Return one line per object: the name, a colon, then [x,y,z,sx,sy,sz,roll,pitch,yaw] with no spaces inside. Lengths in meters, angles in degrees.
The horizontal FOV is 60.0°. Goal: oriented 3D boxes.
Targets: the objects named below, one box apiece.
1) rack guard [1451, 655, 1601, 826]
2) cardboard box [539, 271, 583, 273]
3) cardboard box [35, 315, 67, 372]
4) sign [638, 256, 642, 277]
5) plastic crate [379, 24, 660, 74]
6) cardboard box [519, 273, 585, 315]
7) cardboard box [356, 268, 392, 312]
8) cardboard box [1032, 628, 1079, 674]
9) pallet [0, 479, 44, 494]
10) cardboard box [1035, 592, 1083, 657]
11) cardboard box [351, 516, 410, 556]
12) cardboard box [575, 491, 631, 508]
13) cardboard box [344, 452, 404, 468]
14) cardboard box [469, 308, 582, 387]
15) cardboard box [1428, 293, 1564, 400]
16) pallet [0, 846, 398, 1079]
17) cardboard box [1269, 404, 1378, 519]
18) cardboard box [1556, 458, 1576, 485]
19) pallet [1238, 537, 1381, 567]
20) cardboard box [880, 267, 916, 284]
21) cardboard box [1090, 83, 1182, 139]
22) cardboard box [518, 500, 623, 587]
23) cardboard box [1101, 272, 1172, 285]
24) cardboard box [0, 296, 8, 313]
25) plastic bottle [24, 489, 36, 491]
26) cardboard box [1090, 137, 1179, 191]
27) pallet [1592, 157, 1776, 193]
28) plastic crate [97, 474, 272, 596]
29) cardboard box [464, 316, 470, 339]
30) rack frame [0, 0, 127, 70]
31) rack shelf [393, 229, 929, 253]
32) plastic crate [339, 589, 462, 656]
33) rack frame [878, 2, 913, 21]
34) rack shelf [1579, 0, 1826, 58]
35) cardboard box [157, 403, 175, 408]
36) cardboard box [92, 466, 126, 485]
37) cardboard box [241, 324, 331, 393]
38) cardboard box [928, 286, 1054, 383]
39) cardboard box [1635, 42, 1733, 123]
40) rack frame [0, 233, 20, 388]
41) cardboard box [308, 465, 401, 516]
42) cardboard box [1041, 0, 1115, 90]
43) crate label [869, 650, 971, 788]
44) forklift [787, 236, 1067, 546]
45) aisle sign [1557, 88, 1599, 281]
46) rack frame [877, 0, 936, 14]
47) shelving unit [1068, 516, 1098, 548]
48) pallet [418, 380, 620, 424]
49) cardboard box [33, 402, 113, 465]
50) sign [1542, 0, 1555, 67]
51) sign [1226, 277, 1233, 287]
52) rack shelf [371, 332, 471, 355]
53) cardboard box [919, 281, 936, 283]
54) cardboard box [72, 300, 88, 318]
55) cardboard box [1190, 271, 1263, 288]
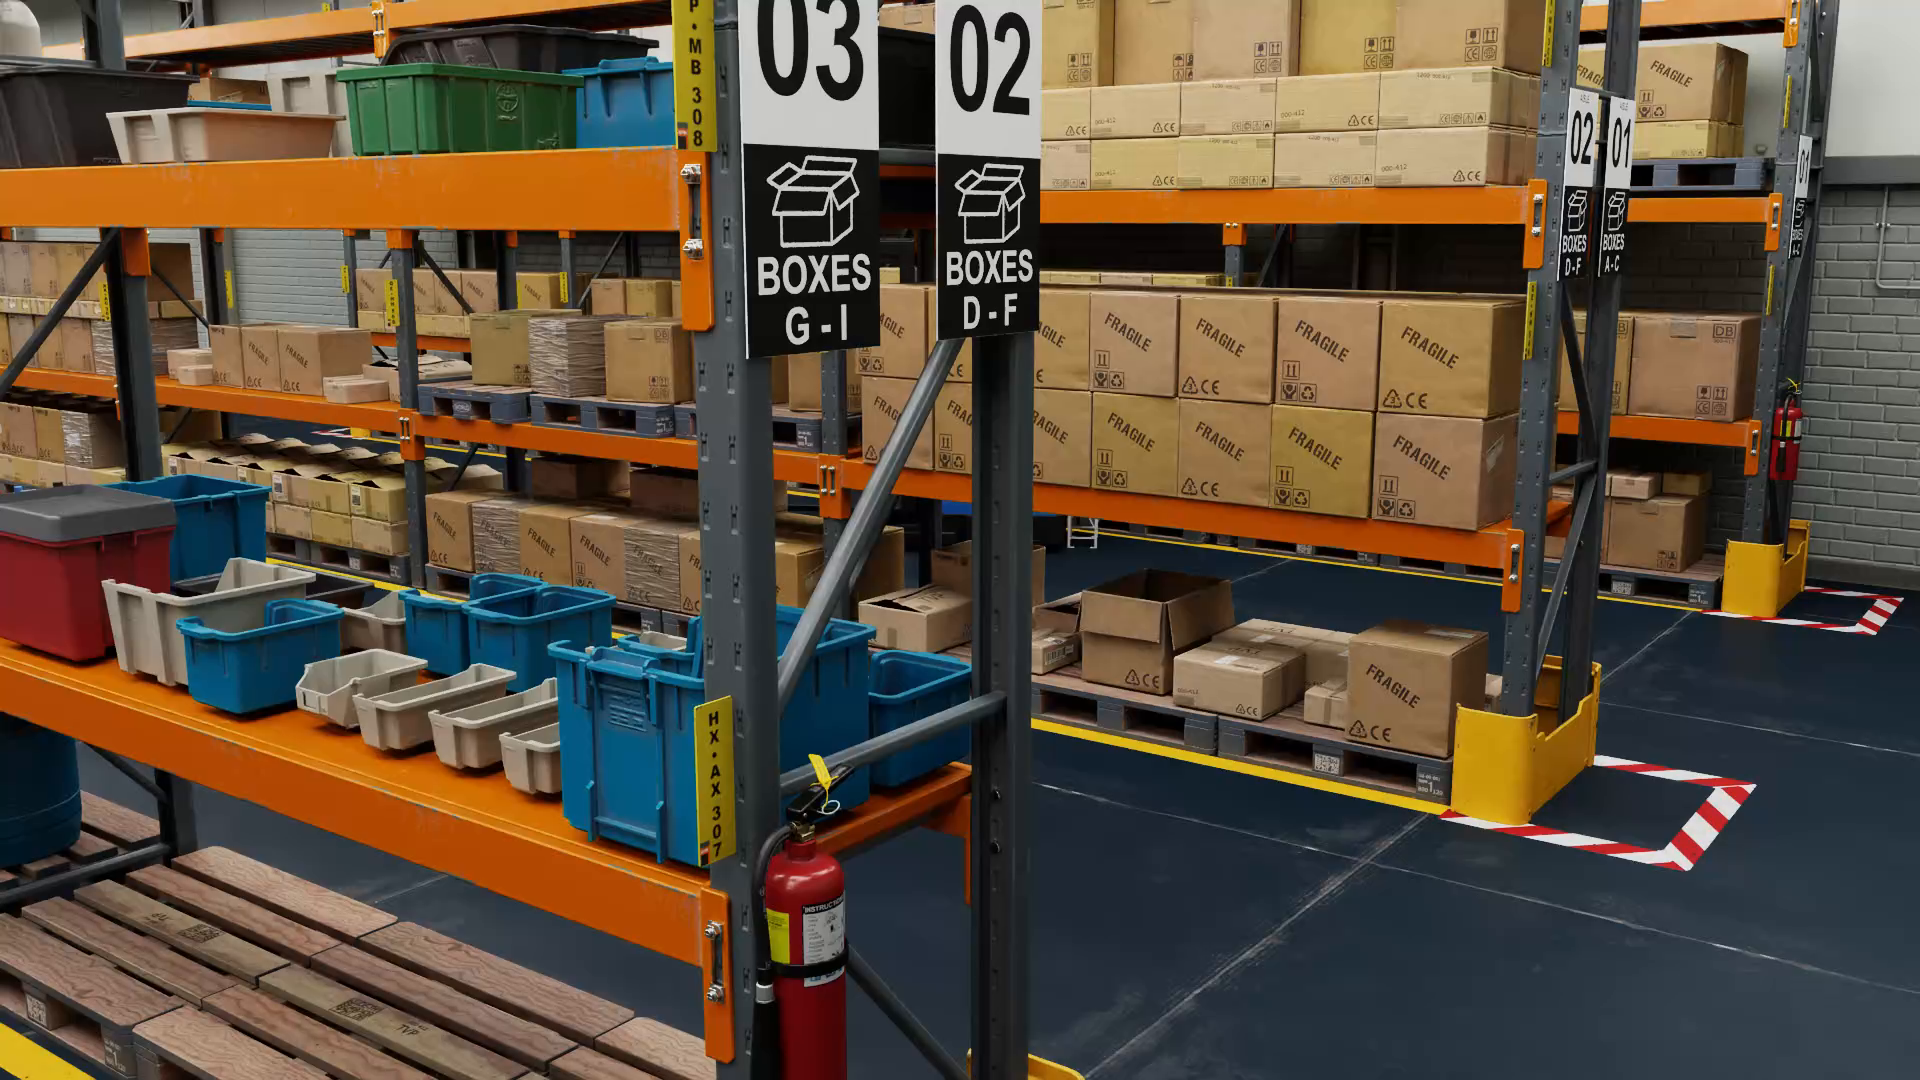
rack guard: [2.707,0.928,7.917,0.348,0.500,1.175,8,13,36]
cardboard box: [-4.644,-2.847,19.214,0.500,0.500,0.500,8,13,35]
cardboard box: [-8.096,-1.853,15.448,0.500,0.500,0.700,8,14,36]
sign: [-3.649,-3.052,18.862,0.005,0.325,0.100,8,13,36]
plastic crate: [-1.235,-1.189,4.544,0.767,0.338,0.504,8,13,36]
cardboard box: [-4.539,-2.709,18.502,0.500,0.500,0.500,8,13,35]
cardboard box: [-6.992,-3.053,20.282,0.500,0.500,0.500,8,14,36]
cardboard box: [0.458,0.611,9.277,0.250,0.166,0.380,8,13,36]
pallet: [-8.507,-0.504,16.078,1.213,0.211,1.003,8,13,36]
cardboard box: [0.776,0.469,9.631,0.500,0.311,0.500,8,13,36]
cardboard box: [-4.248,-0.068,12.618,0.500,0.250,0.500,8,14,37]
cardboard box: [-2.370,-0.051,11.821,0.500,0.500,0.500,7,13,34]
cardboard box: [-4.766,-0.541,13.586,0.500,0.311,0.500,7,13,34]
cardboard box: [-3.105,-1.392,11.958,0.500,0.500,0.700,3,11,17]
cardboard box: [2.567,-0.921,7.997,0.500,0.500,0.500,8,14,37]
pallet: [-2.775,1.463,5.911,1.213,0.211,1.003,8,13,36]
cardboard box: [1.826,-0.406,7.969,0.500,0.500,0.500,8,14,36]
cardboard box: [4.683,-0.512,12.546,0.250,0.149,0.380,8,14,36]
pallet: [3.040,-0.033,13.643,1.213,0.211,1.003,8,13,36]
cardboard box: [-0.514,-2.428,15.611,0.500,0.250,0.500,8,14,37]
cardboard box: [0.993,-2.122,8.283,0.500,0.250,0.500,8,13,36]
cardboard box: [-2.655,0.031,11.394,0.500,0.500,0.500,8,13,35]
cardboard box: [1.539,-2.145,14.145,0.500,0.250,0.500,8,14,37]
cardboard box: [-8.900,-2.236,15.717,0.250,0.149,0.380,8,13,35]
plastic bottle: [-3.833,-0.073,6.837,0.135,0.276,0.152,8,13,36]
cardboard box: [0.998,-1.878,8.337,0.500,0.250,0.500,8,13,36]
pallet: [5.093,-2.561,11.704,1.213,0.211,1.003,8,13,36]
plastic crate: [-2.812,-0.004,6.037,0.575,0.384,0.392,8,13,36]
cardboard box: [-5.347,-2.453,19.155,0.500,0.250,0.500,8,13,35]
rack frame: [-3.391,-2.928,5.472,0.127,3.000,1.000,8,13,36]
rack shelf: [-2.068,-2.085,10.906,4.000,0.370,1.077,8,13,36]
plastic crate: [-1.809,0.267,5.288,0.466,0.136,0.293,8,13,36]
rack frame: [-0.750,-4.894,15.637,0.127,3.000,1.000,8,13,36]
rack shelf: [4.086,-3.670,12.256,4.000,0.370,1.077,8,13,36]
cardboard box: [-7.500,-1.019,15.561,0.500,0.500,0.500,8,13,36]
cardboard box: [-7.407,-0.515,14.927,0.500,0.250,0.500,8,13,36]
cardboard box: [-5.466,-1.485,13.543,0.500,0.500,0.500,8,14,36]
cardboard box: [0.174,-1.126,9.059,0.500,0.500,0.500,7,13,34]
cardboard box: [4.946,-3.113,11.376,0.500,0.500,0.500,8,13,35]
rack frame: [-10.128,-2.090,16.933,0.127,3.000,1.000,8,13,36]
cardboard box: [-4.670,-0.400,12.859,0.500,0.311,0.500,8,13,35]
cardboard box: [0.685,-2.571,8.630,0.500,0.500,0.700,8,13,36]
crate label: [-0.171,0.442,4.132,0.303,0.233,0.416,8,13,36]
forklift: [-0.626,-1.450,13.810,3.031,2.935,1.130,1,11,5]
aisle sign: [2.642,-1.513,7.106,0.004,0.787,0.394,8,13,36]
rack frame: [-0.456,-3.686,9.390,0.127,3.000,1.000,8,13,36]
shelving unit: [1.029,-0.570,13.815,0.258,1.200,0.503,1,11,5]
pallet: [-3.092,-1.031,11.964,1.003,0.211,1.213,8,13,36]
cardboard box: [-8.208,-0.997,15.443,0.500,0.500,0.500,8,13,36]
sign: [2.424,-2.115,6.839,0.005,0.325,0.100,8,13,36]
sign: [2.160,-1.945,13.345,0.005,0.325,0.100,8,13,36]
rack shelf: [-5.587,-2.270,19.762,4.000,0.370,1.077,8,13,36]
cardboard box: [0.105,-1.263,9.766,0.500,0.500,0.500,8,14,36]
cardboard box: [-7.660,-2.062,14.822,0.250,0.149,0.380,7,13,34]
cardboard box: [2.257,-2.164,14.245,0.500,0.250,0.500,8,14,37]
